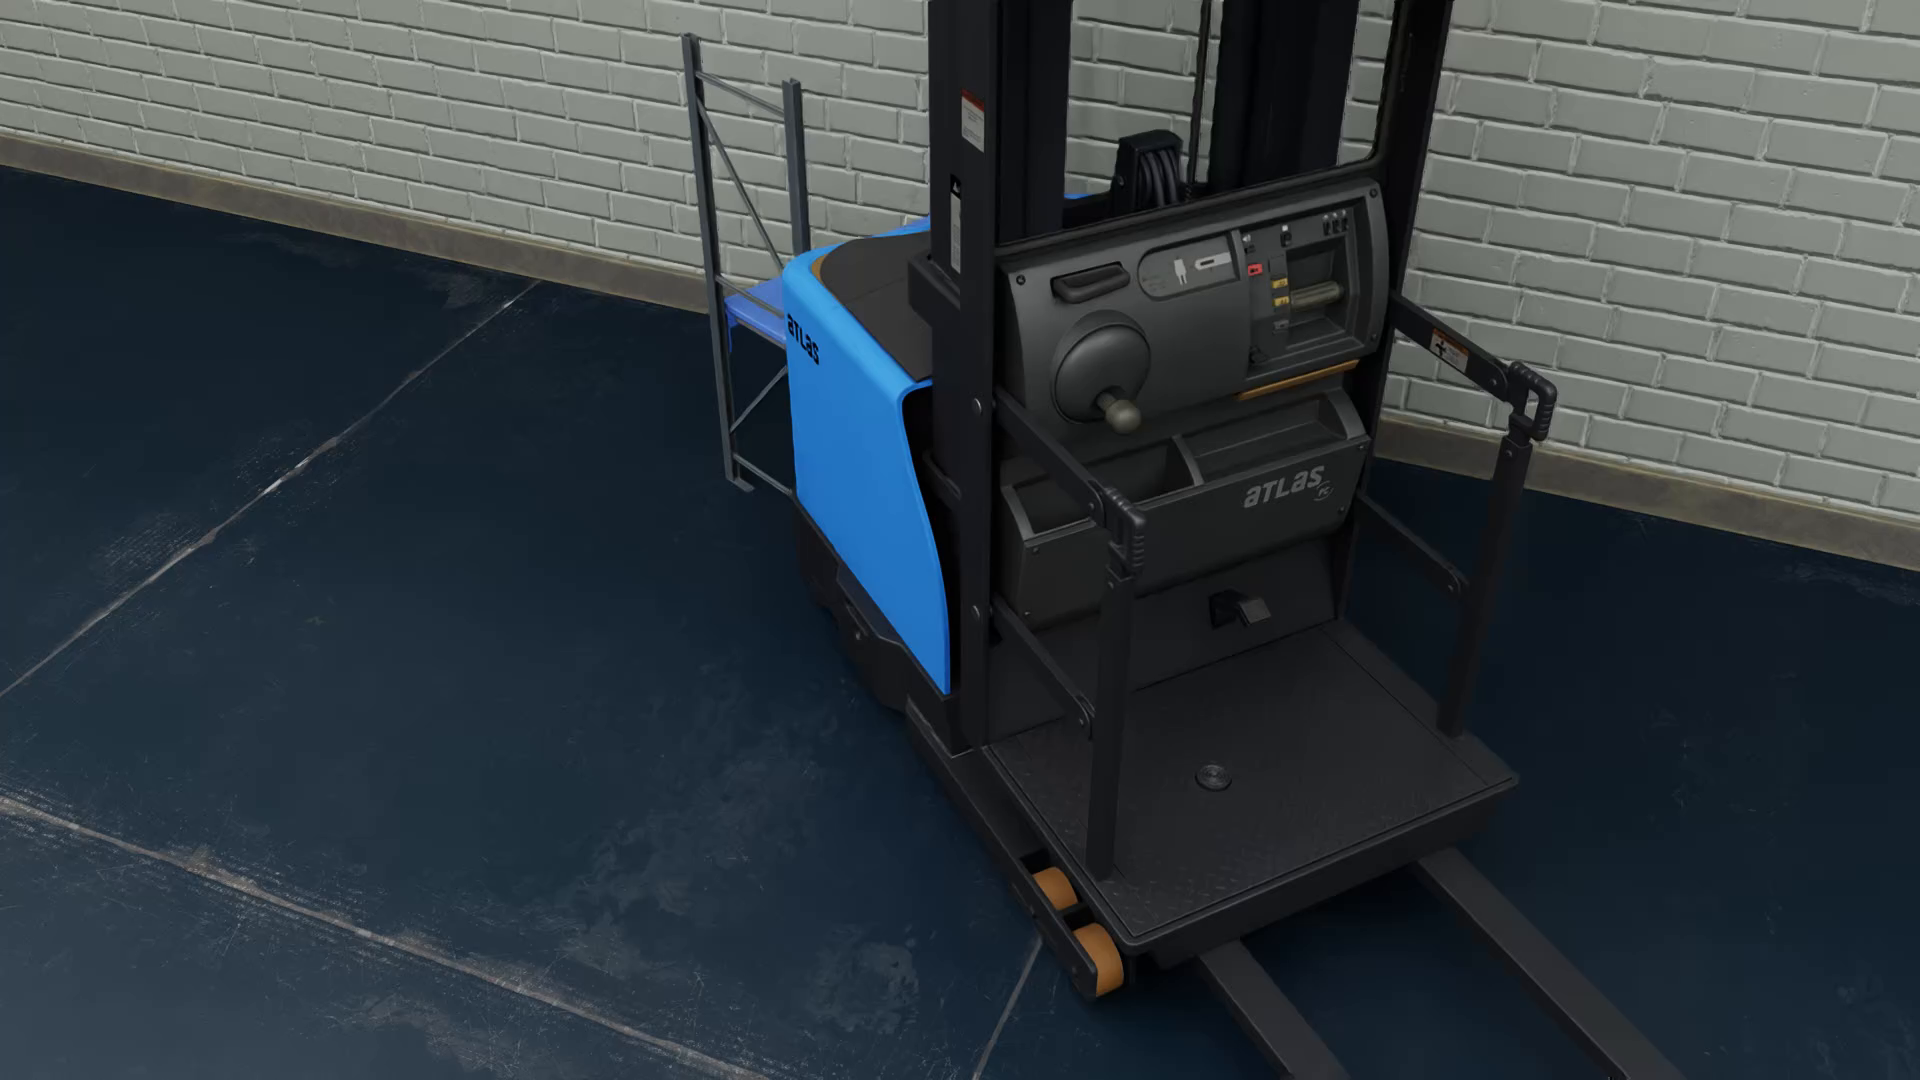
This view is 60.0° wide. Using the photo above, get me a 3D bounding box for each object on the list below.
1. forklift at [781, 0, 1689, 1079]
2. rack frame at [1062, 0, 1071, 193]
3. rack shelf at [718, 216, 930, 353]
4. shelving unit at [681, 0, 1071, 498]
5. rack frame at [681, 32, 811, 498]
[{"bbox_3d":[0.623,-0.429,3.376,1.130,2.935,3.031,-17,40,-21],"label":"forklift"},{"bbox_3d":[0.149,-1.115,5.490,0.032,1.500,0.500,-29,46,-33],"label":"rack frame"},{"bbox_3d":[-0.224,-0.764,5.320,1.000,0.185,0.538,-29,46,-33],"label":"rack shelf"},{"bbox_3d":[-0.224,-0.908,5.213,1.048,1.500,0.538,-29,46,-33],"label":"shelving unit"},{"bbox_3d":[-0.596,-0.701,4.936,0.032,1.500,0.500,-29,46,-33],"label":"rack frame"}]
